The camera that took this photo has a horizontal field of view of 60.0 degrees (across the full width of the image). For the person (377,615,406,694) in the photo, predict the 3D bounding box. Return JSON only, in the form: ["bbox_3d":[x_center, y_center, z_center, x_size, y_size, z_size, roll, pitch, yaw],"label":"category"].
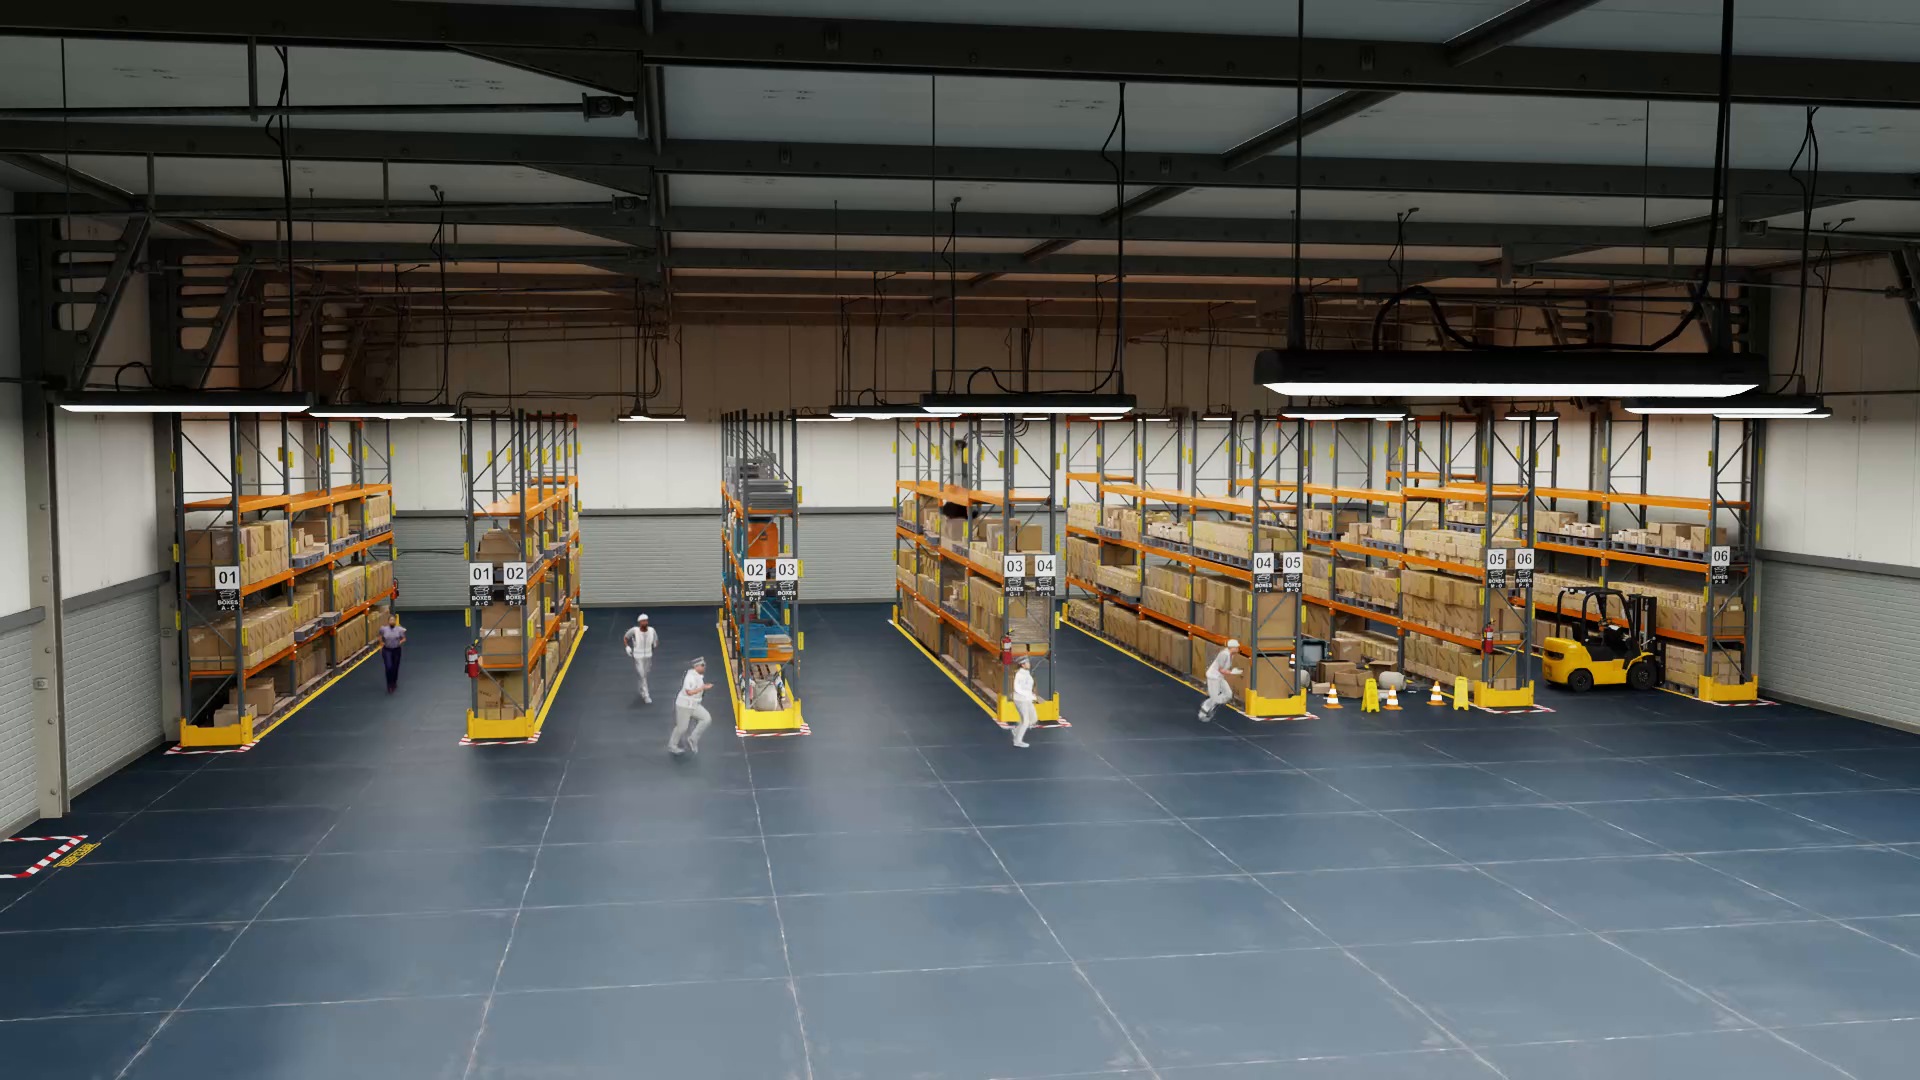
[{"bbox_3d":[-12.164,2.442,35.634,0.530,1.702,0.864,-2,5,-31],"label":"person"}]

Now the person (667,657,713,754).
[{"bbox_3d":[-4.639,2.854,28.655,0.910,1.718,0.644,1,4,20],"label":"person"}]

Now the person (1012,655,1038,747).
[{"bbox_3d":[1.137,2.846,29.407,0.537,1.653,0.619,2,4,22],"label":"person"}]

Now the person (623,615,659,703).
[{"bbox_3d":[-6.580,2.424,34.390,0.697,1.788,1.012,-2,5,-32],"label":"person"}]

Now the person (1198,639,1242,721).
[{"bbox_3d":[5.022,2.687,31.930,0.889,1.603,0.700,2,4,26],"label":"person"}]
